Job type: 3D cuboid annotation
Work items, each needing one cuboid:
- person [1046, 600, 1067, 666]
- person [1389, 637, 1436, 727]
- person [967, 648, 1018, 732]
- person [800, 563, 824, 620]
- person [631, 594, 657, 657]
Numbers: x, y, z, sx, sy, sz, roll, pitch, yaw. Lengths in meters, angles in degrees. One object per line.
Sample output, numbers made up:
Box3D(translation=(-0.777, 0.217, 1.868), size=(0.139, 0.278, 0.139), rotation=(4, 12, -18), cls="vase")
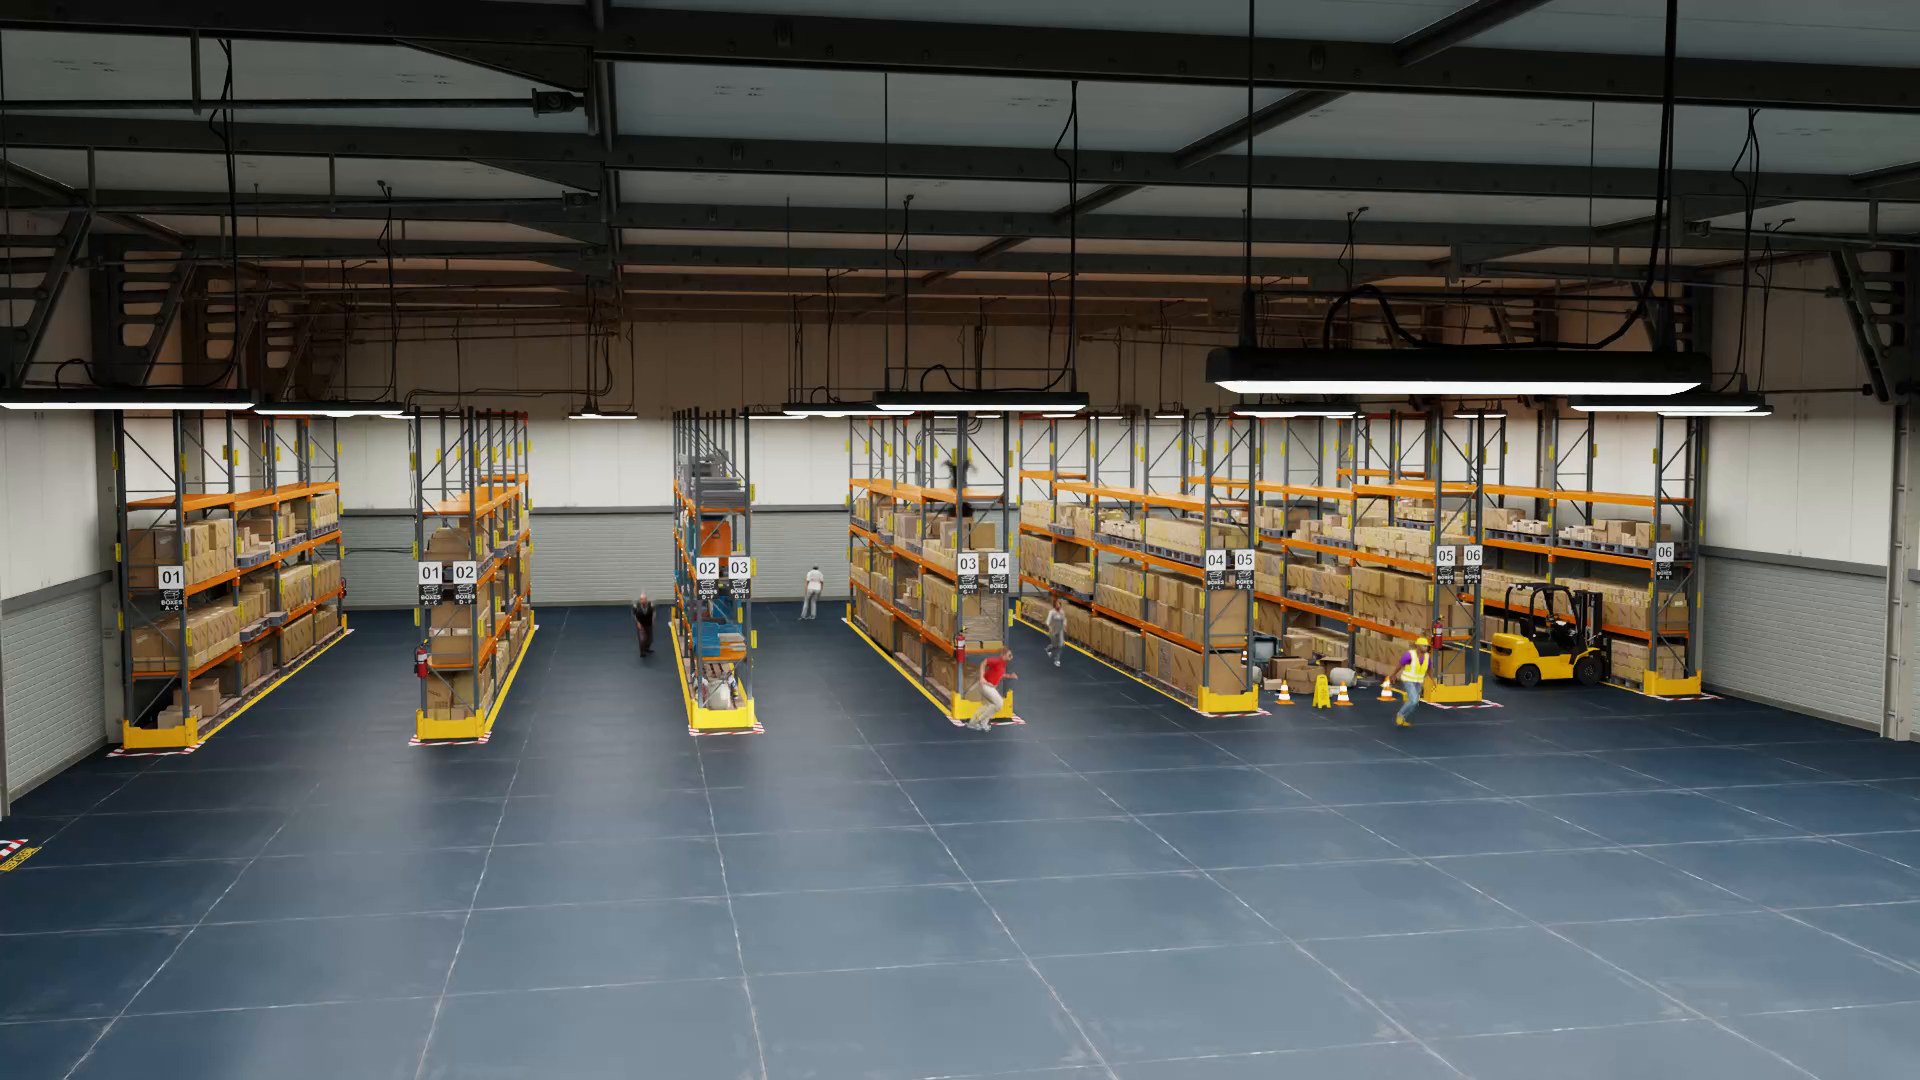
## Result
Box3D(translation=(2.254, 2.173, 39.182), size=(0.520, 1.559, 0.643), rotation=(-1, 4, -17), cls="person")
Box3D(translation=(8.495, 2.651, 31.098), size=(0.660, 1.702, 0.731), rotation=(-2, 5, -28), cls="person")
Box3D(translation=(0.584, 2.764, 30.621), size=(0.957, 1.577, 0.699), rotation=(1, 4, 18), cls="person")
Box3D(translation=(-4.296, 1.500, 48.190), size=(0.672, 1.678, 0.449), rotation=(-2, 4, -22), cls="person")
Box3D(translation=(-7.693, 2.065, 40.467), size=(0.678, 1.568, 0.870), rotation=(-2, 5, -28), cls="person")
